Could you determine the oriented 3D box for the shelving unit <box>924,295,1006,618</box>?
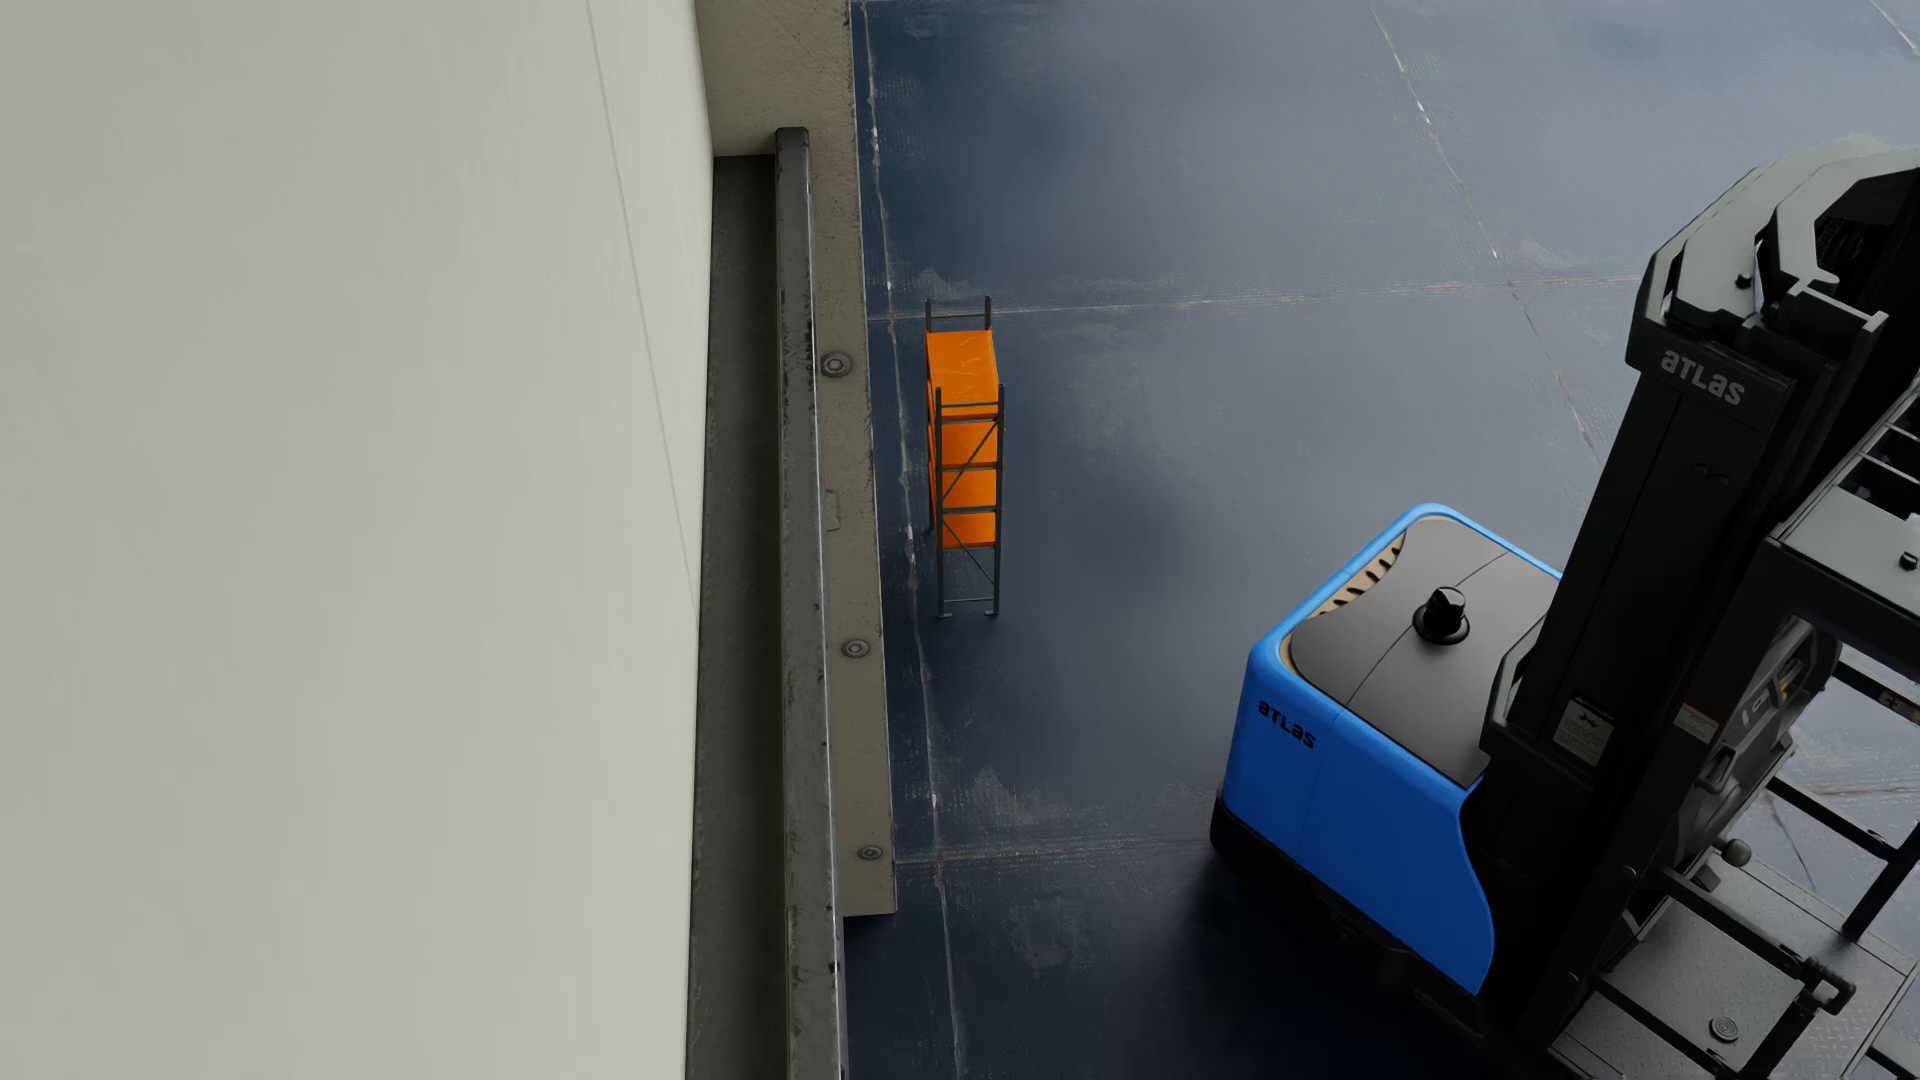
[{"bbox_3d":[0.014,-0.293,6.337,0.258,1.200,0.503,-3,47,-3],"label":"shelving unit"}]

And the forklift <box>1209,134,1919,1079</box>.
[{"bbox_3d":[2.270,0.584,4.315,3.031,2.935,1.130,36,56,29],"label":"forklift"}]

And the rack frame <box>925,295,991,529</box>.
[{"bbox_3d":[-0.007,-0.469,6.505,0.240,1.200,0.015,-3,47,-3],"label":"rack frame"}]

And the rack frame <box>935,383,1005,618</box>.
[{"bbox_3d":[0.034,-0.116,6.170,0.240,1.200,0.015,-3,47,-3],"label":"rack frame"}]

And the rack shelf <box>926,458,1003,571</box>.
[{"bbox_3d":[0.014,-0.110,6.530,0.258,0.148,0.480,-3,47,-3],"label":"rack shelf"}]

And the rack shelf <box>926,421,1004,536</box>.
[{"bbox_3d":[0.014,-0.247,6.386,0.258,0.148,0.480,-3,47,-3],"label":"rack shelf"}]

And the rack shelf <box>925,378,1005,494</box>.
[{"bbox_3d":[0.014,-0.400,6.224,0.258,0.148,0.480,-3,47,-3],"label":"rack shelf"}]

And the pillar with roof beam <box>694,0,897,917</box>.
[{"bbox_3d":[3.906,-2.218,2.789,9.100,9.000,0.400,-3,47,-3],"label":"pillar with roof beam"}]

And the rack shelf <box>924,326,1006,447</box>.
[{"bbox_3d":[0.014,-0.563,6.052,0.258,0.148,0.480,-3,47,-3],"label":"rack shelf"}]
